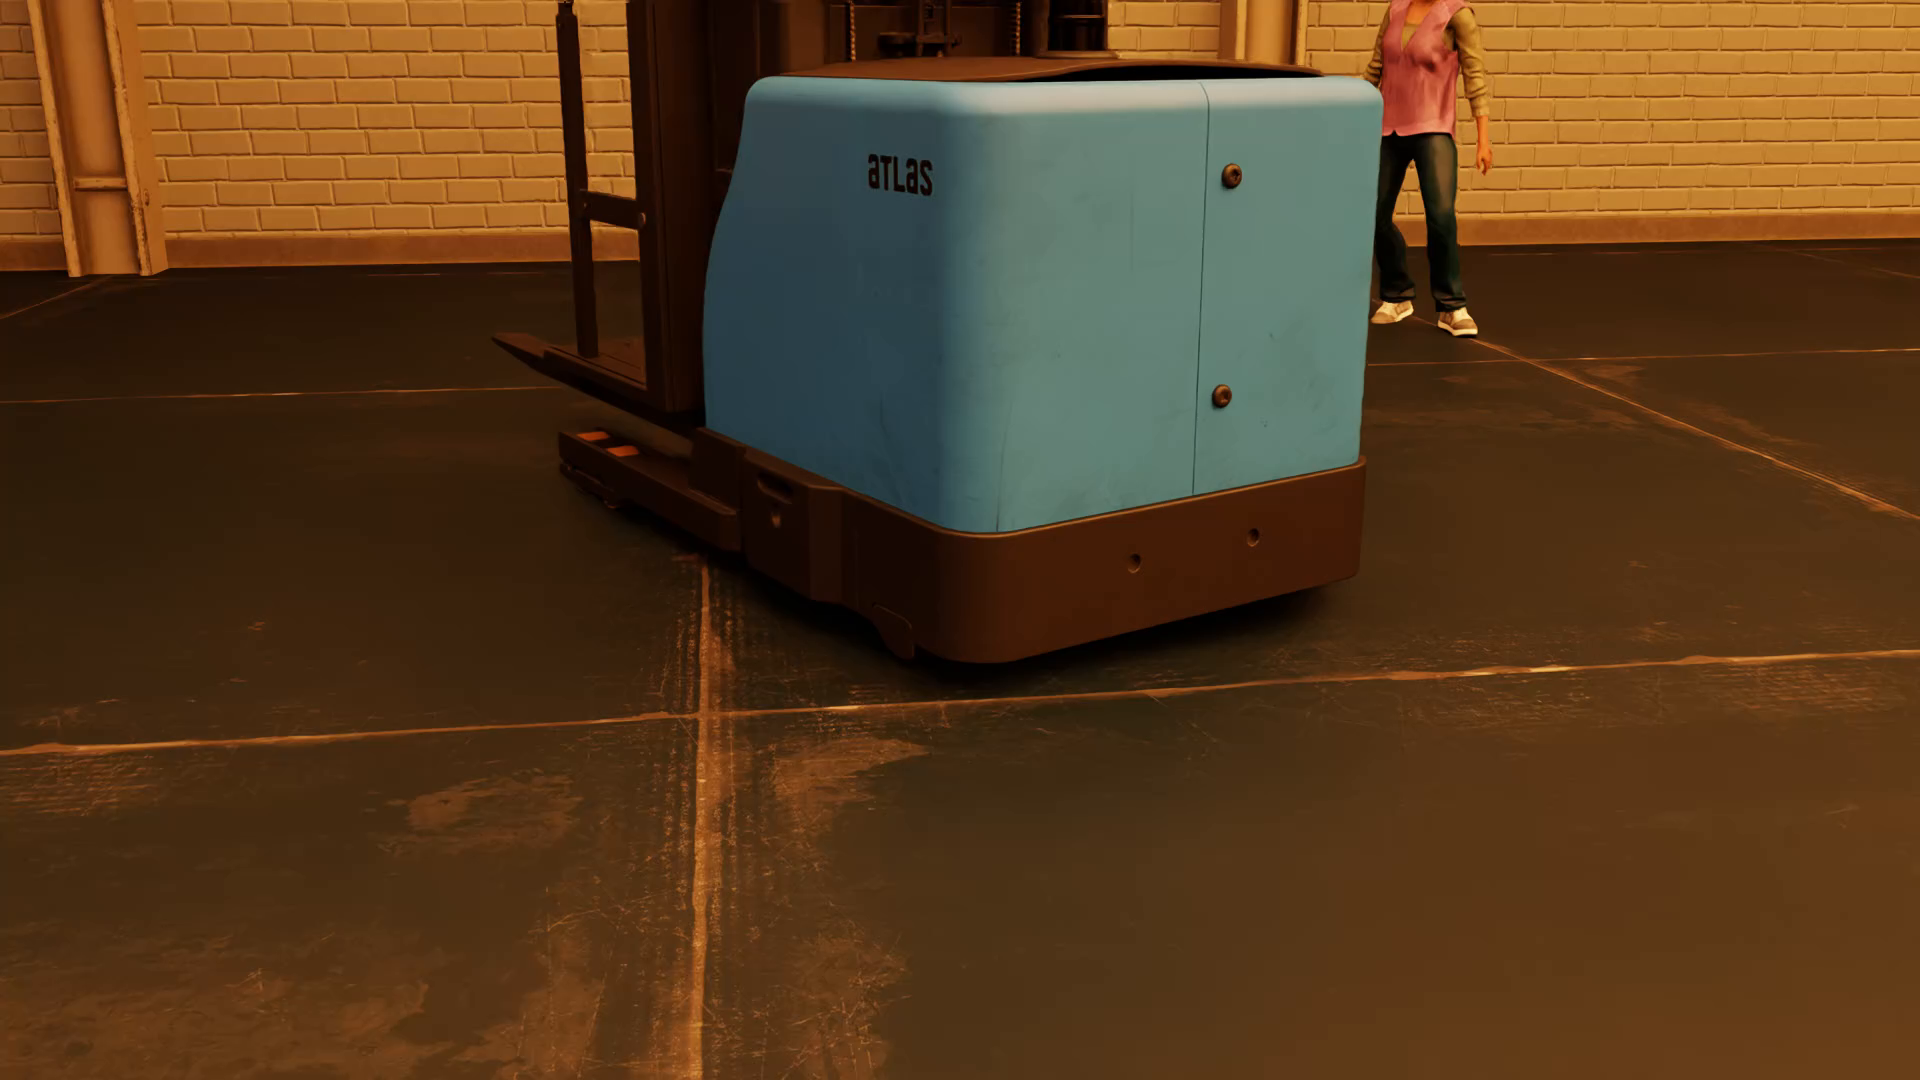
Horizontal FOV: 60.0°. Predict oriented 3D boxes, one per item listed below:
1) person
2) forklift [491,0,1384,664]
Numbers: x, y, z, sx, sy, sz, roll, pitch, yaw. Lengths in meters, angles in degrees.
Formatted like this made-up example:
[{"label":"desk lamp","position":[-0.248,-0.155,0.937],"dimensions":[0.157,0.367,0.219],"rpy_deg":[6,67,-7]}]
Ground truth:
[{"label":"person","position":[1.863,-1.619,6.726],"dimensions":[0.414,1.569,0.744],"rpy_deg":[-14,22,-39]},{"label":"forklift","position":[-0.398,-1.547,4.018],"dimensions":[1.130,2.935,3.031],"rpy_deg":[-11,20,-32]}]
